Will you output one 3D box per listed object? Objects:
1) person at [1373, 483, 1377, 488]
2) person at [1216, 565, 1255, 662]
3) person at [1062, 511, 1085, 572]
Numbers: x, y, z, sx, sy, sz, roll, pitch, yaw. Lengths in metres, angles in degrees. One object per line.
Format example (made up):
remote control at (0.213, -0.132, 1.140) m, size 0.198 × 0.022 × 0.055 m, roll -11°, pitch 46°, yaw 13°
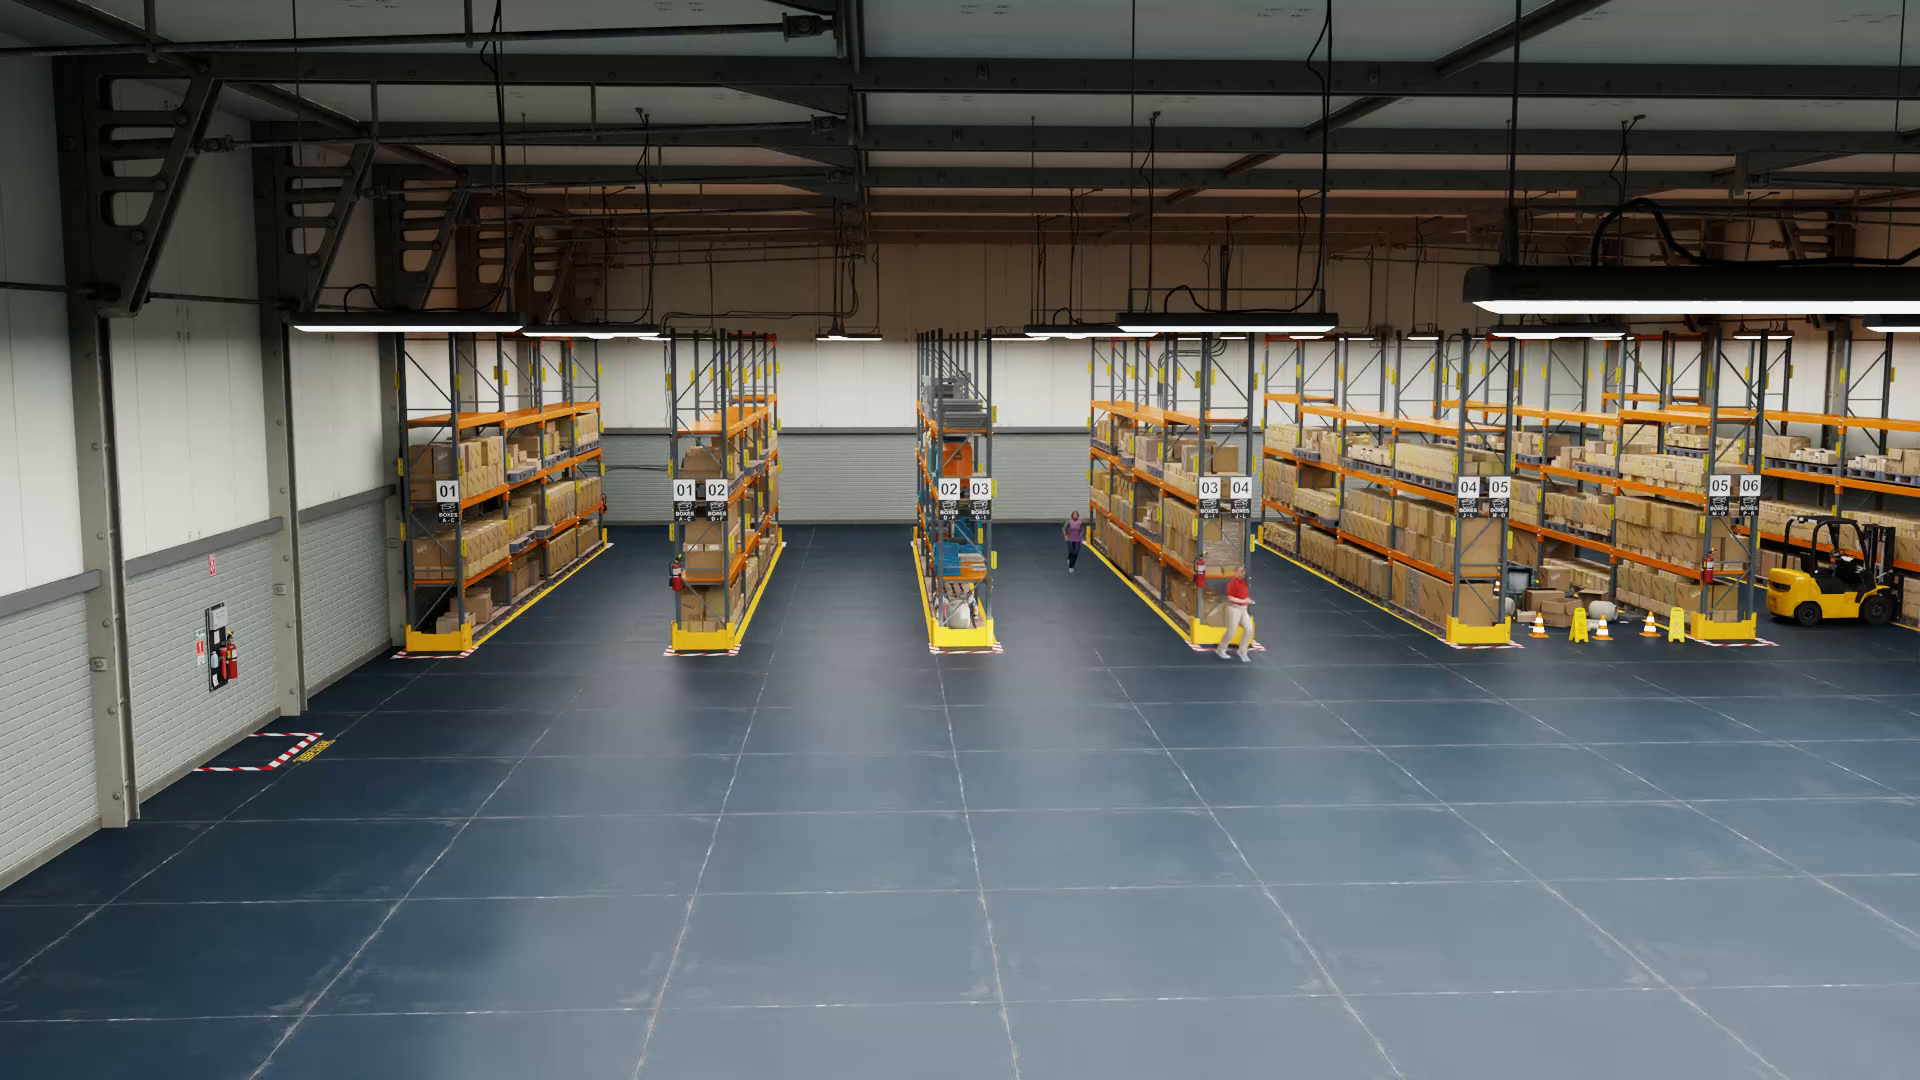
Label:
person at (12.394, -0.905, 49.194) m, size 0.878 × 1.732 × 0.581 m, roll 0°, pitch 7°, yaw -2°
person at (5.021, 1.350, 30.080) m, size 0.777 × 1.803 × 0.677 m, roll 6°, pitch 9°, yaw 43°
person at (2.867, 0.038, 41.778) m, size 0.547 × 1.557 × 0.520 m, roll -1°, pitch 7°, yaw -8°
